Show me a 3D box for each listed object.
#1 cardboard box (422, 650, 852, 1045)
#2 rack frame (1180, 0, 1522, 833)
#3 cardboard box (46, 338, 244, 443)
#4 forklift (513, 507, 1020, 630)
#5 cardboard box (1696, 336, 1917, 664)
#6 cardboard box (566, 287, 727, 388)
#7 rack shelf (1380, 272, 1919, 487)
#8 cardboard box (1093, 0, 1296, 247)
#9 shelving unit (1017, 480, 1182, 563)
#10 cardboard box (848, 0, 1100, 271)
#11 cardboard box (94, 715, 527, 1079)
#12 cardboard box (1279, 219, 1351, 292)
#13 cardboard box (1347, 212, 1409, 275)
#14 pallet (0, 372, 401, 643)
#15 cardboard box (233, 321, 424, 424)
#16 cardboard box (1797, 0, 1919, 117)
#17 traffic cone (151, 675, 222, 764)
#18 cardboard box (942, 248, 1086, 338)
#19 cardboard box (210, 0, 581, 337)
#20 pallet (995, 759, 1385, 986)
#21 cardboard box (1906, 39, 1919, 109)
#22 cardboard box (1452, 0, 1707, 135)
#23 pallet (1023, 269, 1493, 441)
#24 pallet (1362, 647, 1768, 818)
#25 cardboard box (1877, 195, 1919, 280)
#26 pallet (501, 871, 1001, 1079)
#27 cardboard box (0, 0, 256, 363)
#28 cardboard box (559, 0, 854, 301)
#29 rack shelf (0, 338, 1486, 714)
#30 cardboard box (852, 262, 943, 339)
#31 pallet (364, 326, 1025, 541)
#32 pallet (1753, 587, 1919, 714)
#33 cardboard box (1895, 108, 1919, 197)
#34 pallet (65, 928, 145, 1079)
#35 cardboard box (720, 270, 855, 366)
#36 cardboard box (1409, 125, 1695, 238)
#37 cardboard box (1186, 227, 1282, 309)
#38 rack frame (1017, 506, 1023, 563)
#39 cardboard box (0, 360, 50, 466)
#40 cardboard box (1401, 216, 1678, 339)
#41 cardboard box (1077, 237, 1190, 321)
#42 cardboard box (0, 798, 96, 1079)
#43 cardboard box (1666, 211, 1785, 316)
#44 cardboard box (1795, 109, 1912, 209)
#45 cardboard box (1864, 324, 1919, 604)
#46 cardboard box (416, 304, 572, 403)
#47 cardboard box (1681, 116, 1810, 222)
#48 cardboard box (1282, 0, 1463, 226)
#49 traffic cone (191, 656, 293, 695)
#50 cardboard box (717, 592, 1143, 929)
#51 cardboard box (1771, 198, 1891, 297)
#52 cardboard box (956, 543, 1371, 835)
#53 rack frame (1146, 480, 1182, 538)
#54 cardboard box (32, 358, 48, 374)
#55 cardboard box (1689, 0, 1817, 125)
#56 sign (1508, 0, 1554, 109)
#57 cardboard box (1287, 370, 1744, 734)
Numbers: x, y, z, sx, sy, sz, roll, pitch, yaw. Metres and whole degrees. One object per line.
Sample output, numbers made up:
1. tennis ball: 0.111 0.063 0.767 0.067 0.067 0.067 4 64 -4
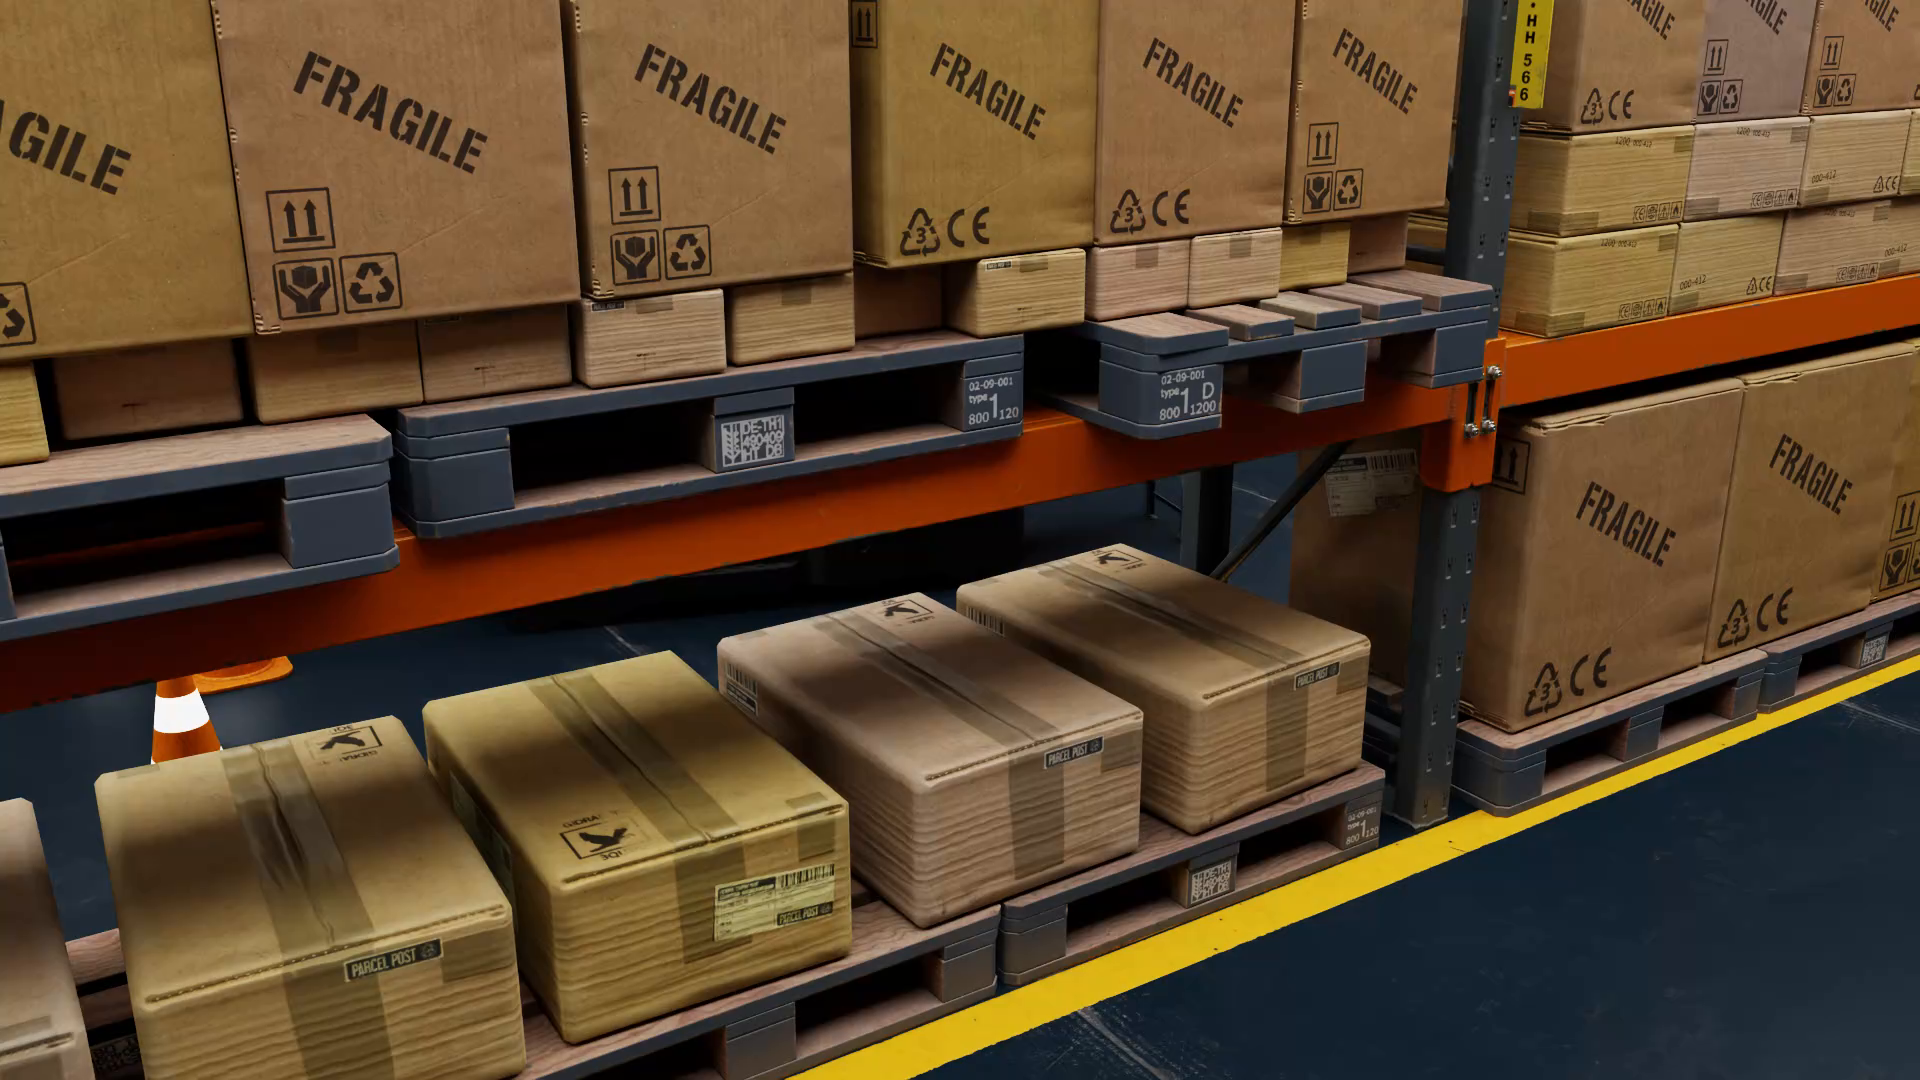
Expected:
1. cardboard box: -0.733 0.623 3.665 0.625 0.372 0.950 -11 22 -30
2. rack frame: 0.993 -0.784 4.379 0.127 3.000 1.000 -12 22 -31
3. cardboard box: -1.304 -0.284 2.637 0.250 0.149 0.380 -10 21 -28
4. forklift: -1.348 -1.261 5.897 3.031 2.935 1.130 -5 19 -15
5. cardboard box: 2.363 -0.231 5.407 0.875 0.875 0.875 -12 22 -31
6. cardboard box: -0.608 -0.394 2.963 0.250 0.149 0.380 -11 22 -29
7. rack shelf: 2.664 -0.795 5.536 4.000 0.370 1.077 -12 22 -31
8. cardboard box: 0.341 -0.922 3.513 0.500 0.500 0.500 -12 22 -32
9. shelving unit: 0.517 -0.722 6.538 0.755 1.500 0.431 -6 20 -18
10. cardboard box: -0.080 -0.833 3.249 0.500 0.500 0.500 -14 23 -35
11. cardboard box: -1.312 0.746 3.301 0.625 0.372 0.950 -10 21 -28
12. cardboard box: 0.665 -0.676 3.798 0.250 0.149 0.380 -12 22 -31
13. cardboard box: 0.849 -0.743 3.995 0.250 0.149 0.380 -11 22 -29
14. pallet: -1.629 -0.084 2.609 1.213 0.211 1.003 -12 22 -31
15. cardboard box: -1.066 -0.318 2.738 0.250 0.149 0.380 -12 22 -31
16. cardboard box: 2.389 -1.503 4.790 0.500 0.500 0.500 -11 22 -30
17. traffic cone: -2.082 0.530 4.455 0.334 0.463 0.336 -12 22 -31
18. cardboard box: 0.042 -0.525 3.352 0.250 0.149 0.380 -11 22 -30
19. cardboard box: -0.960 -0.644 2.689 0.500 0.500 0.500 -12 22 -32
20. pallet: 0.340 0.675 4.419 1.213 0.211 1.003 -12 22 -31
21. cardboard box: 2.812 -1.591 5.050 0.500 0.500 0.500 -12 22 -31
22. cardboard box: 1.540 -1.326 4.266 0.500 0.500 0.500 -13 22 -33
23. pallet: 0.457 -0.539 3.954 1.003 0.211 1.213 -12 22 -31
24. pallet: 1.693 0.419 5.177 1.213 0.211 1.003 -12 22 -31
25. cardboard box: 2.811 -1.005 5.269 0.500 0.250 0.500 -12 22 -31
26. pallet: -0.678 0.888 3.788 1.213 0.211 1.003 -12 22 -31
27. cardboard box: -1.380 -0.560 2.443 0.500 0.500 0.500 -12 22 -31
28. cardboard box: -0.537 -0.737 2.966 0.500 0.500 0.500 -13 23 -34
29. rack shelf: -0.677 -0.090 3.452 4.000 0.370 1.077 -12 22 -31
30. cardboard box: -0.237 -0.515 3.321 0.250 0.149 0.380 -12 22 -31
31. pallet: -0.638 -0.333 3.346 1.213 0.211 1.003 -12 22 -31
32. pallet: 2.711 0.205 5.808 1.213 0.211 1.003 -12 22 -31
33. cardboard box: 2.838 -1.234 5.164 0.500 0.250 0.500 -11 22 -30
34. pallet: -1.698 1.104 3.148 1.213 0.211 1.003 -12 22 -31
35. cardboard box: -0.402 -0.449 3.125 0.250 0.149 0.380 -13 22 -33
36. cardboard box: 1.552 -0.973 4.391 0.500 0.250 0.500 -12 22 -32
37. cardboard box: 0.479 -0.620 3.631 0.250 0.149 0.380 -12 22 -32
38. rack frame: 0.171 -0.684 6.427 0.023 1.500 0.400 -6 20 -18
39. cardboard box: -1.499 -0.213 2.429 0.250 0.149 0.380 -11 22 -30
40. cardboard box: 1.540 -0.731 4.459 0.500 0.250 0.500 -12 22 -32
41. cardboard box: 0.264 -0.578 3.506 0.250 0.149 0.380 -13 23 -34
42. cardboard box: -1.911 0.874 2.924 0.625 0.372 0.950 -12 22 -31
43. cardboard box: 1.959 -0.827 4.740 0.500 0.250 0.500 -13 22 -33
44. cardboard box: 2.408 -1.148 4.910 0.500 0.250 0.500 -12 22 -32
45. cardboard box: 3.110 -0.389 5.873 0.875 0.875 0.875 -11 22 -30
46. cardboard box: -0.859 -0.361 2.865 0.250 0.149 0.380 -12 22 -31
47. cardboard box: 1.984 -1.063 4.660 0.500 0.250 0.500 -11 22 -30
48. cardboard box: 0.766 -1.016 3.791 0.500 0.500 0.500 -13 22 -33
49. traffic cone: -2.390 0.211 5.397 0.334 0.463 0.336 -12 22 -31
50. cardboard box: -0.096 0.491 4.055 0.625 0.372 0.950 -12 22 -32
51. cardboard box: 2.401 -0.917 5.009 0.500 0.250 0.500 -11 22 -30
52. cardboard box: 0.516 0.359 4.446 0.625 0.372 0.950 -14 23 -35
53. rack frame: 0.864 -0.759 6.649 0.023 1.500 0.400 -6 20 -18
54. cardboard box: -1.644 -0.420 3.040 0.250 0.149 0.380 -12 22 -32
55. cardboard box: 1.949 -1.416 4.532 0.500 0.500 0.500 -12 22 -31
56. sign: 1.300 -1.151 3.782 0.005 0.325 0.100 -12 22 -31
57. cardboard box: 1.616 -0.075 4.946 0.875 0.875 0.875 -12 22 -32
